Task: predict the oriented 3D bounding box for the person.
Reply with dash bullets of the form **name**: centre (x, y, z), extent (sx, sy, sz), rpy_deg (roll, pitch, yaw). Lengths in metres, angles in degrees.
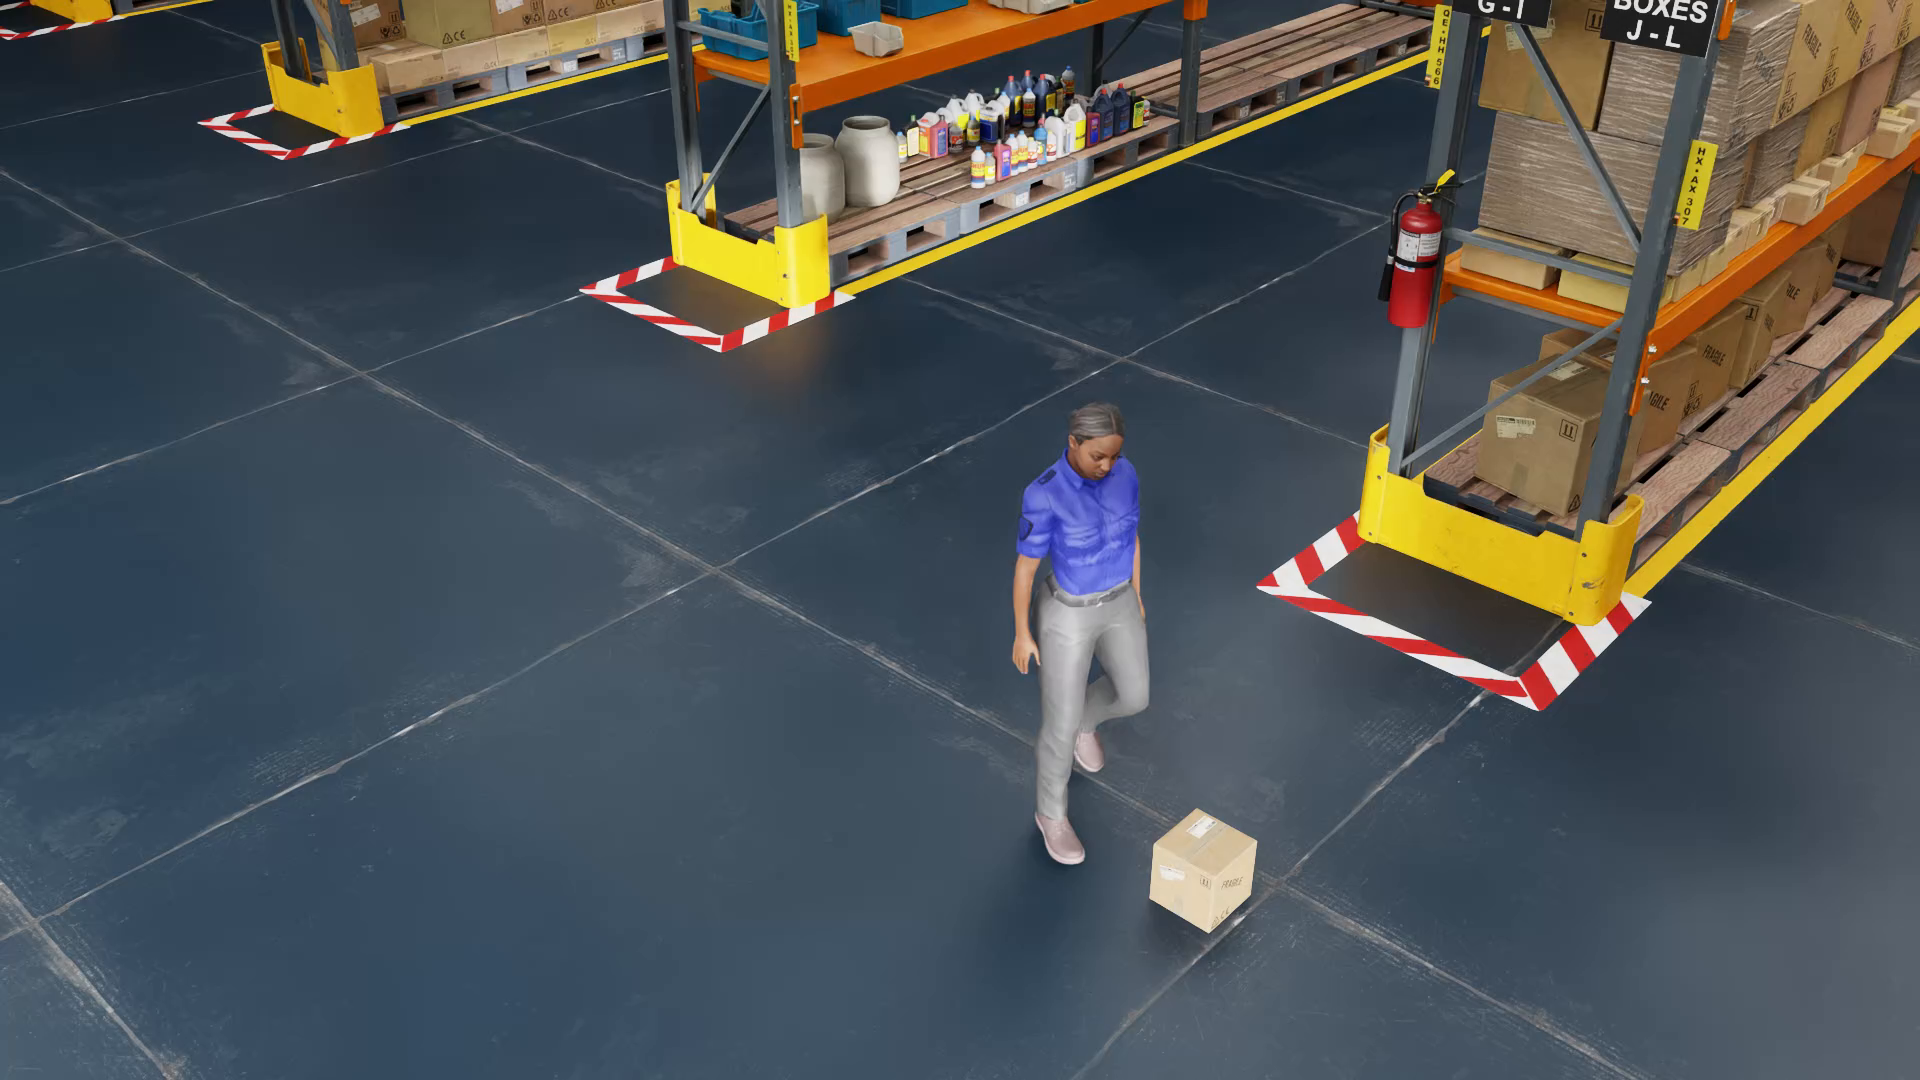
- **person**: centre (0.420, 0.258, 5.700), extent (0.529, 1.649, 0.587), rpy_deg (-18, 36, -27)
